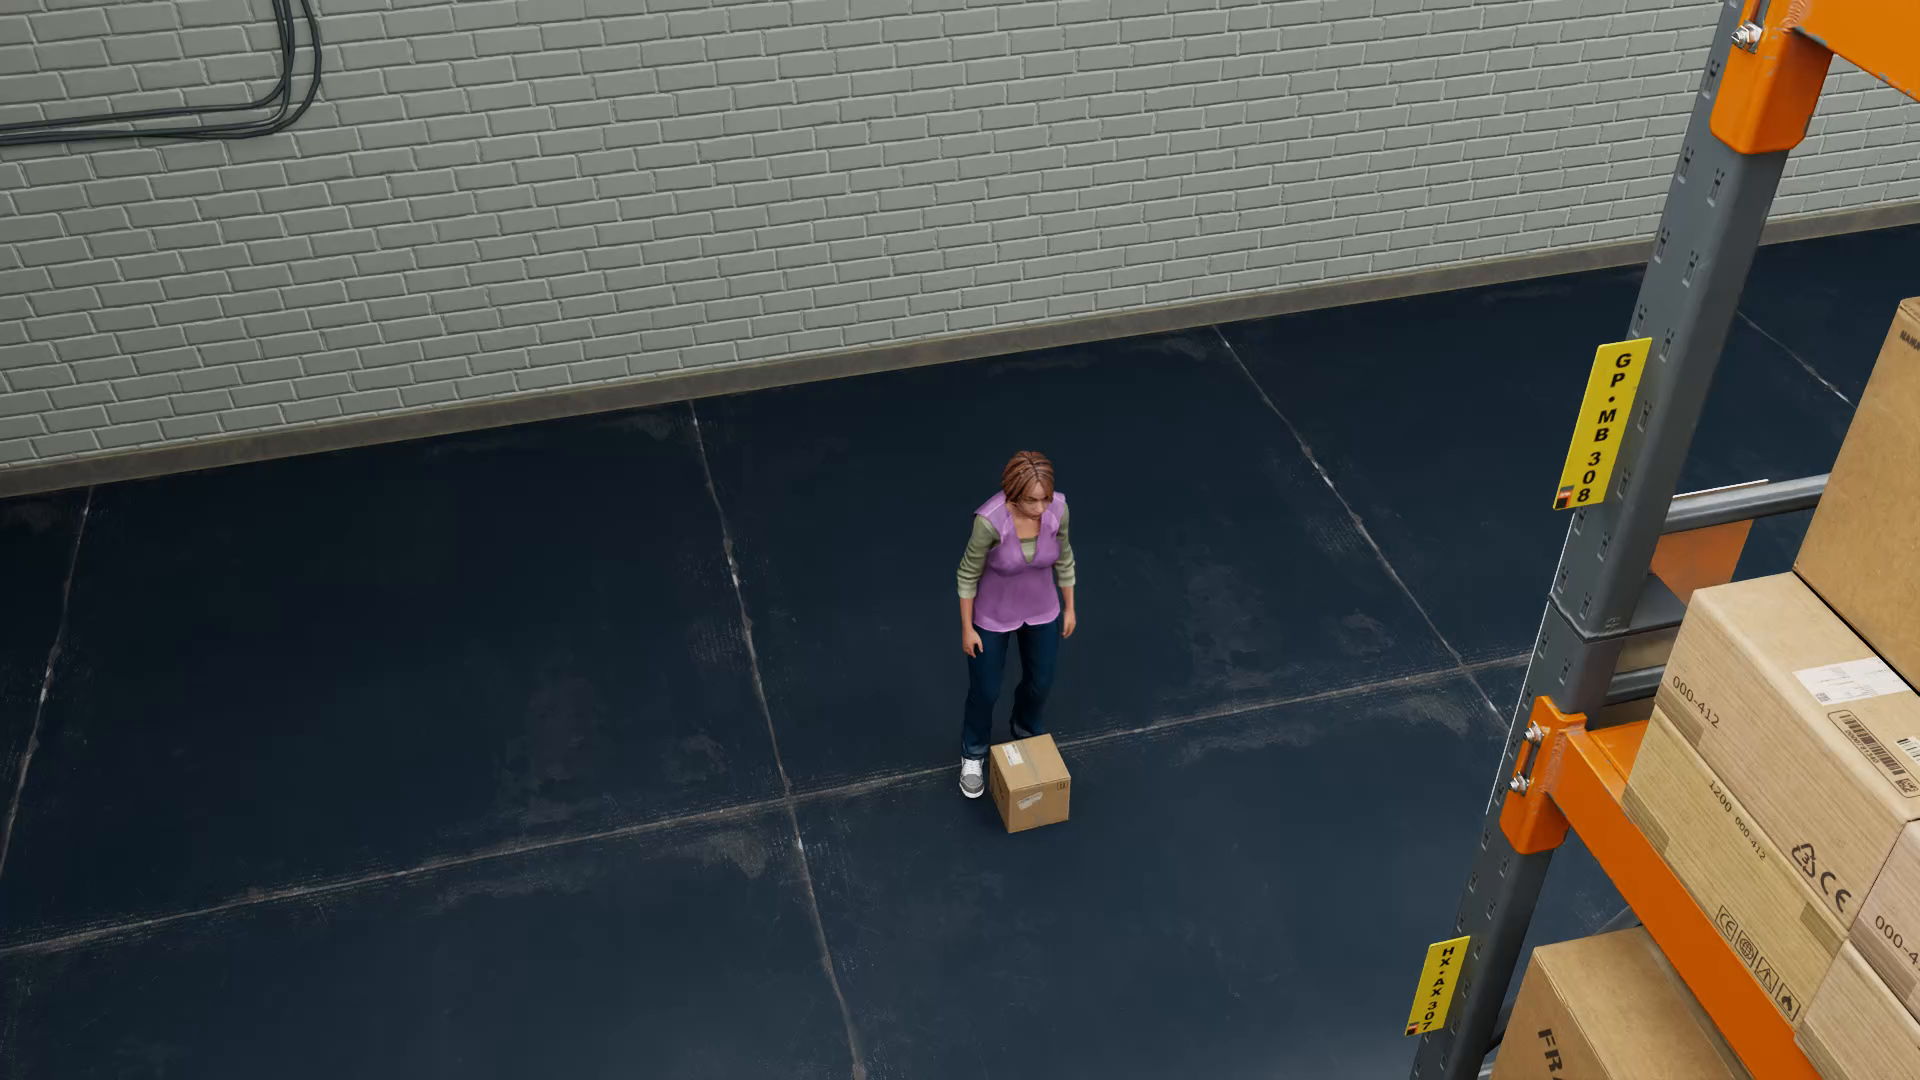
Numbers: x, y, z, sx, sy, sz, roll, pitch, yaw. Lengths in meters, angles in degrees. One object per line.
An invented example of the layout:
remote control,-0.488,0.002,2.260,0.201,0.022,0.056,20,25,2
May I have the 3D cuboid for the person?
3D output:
person,0.210,0.298,6.349,0.483,1.594,0.340,-11,40,-14
